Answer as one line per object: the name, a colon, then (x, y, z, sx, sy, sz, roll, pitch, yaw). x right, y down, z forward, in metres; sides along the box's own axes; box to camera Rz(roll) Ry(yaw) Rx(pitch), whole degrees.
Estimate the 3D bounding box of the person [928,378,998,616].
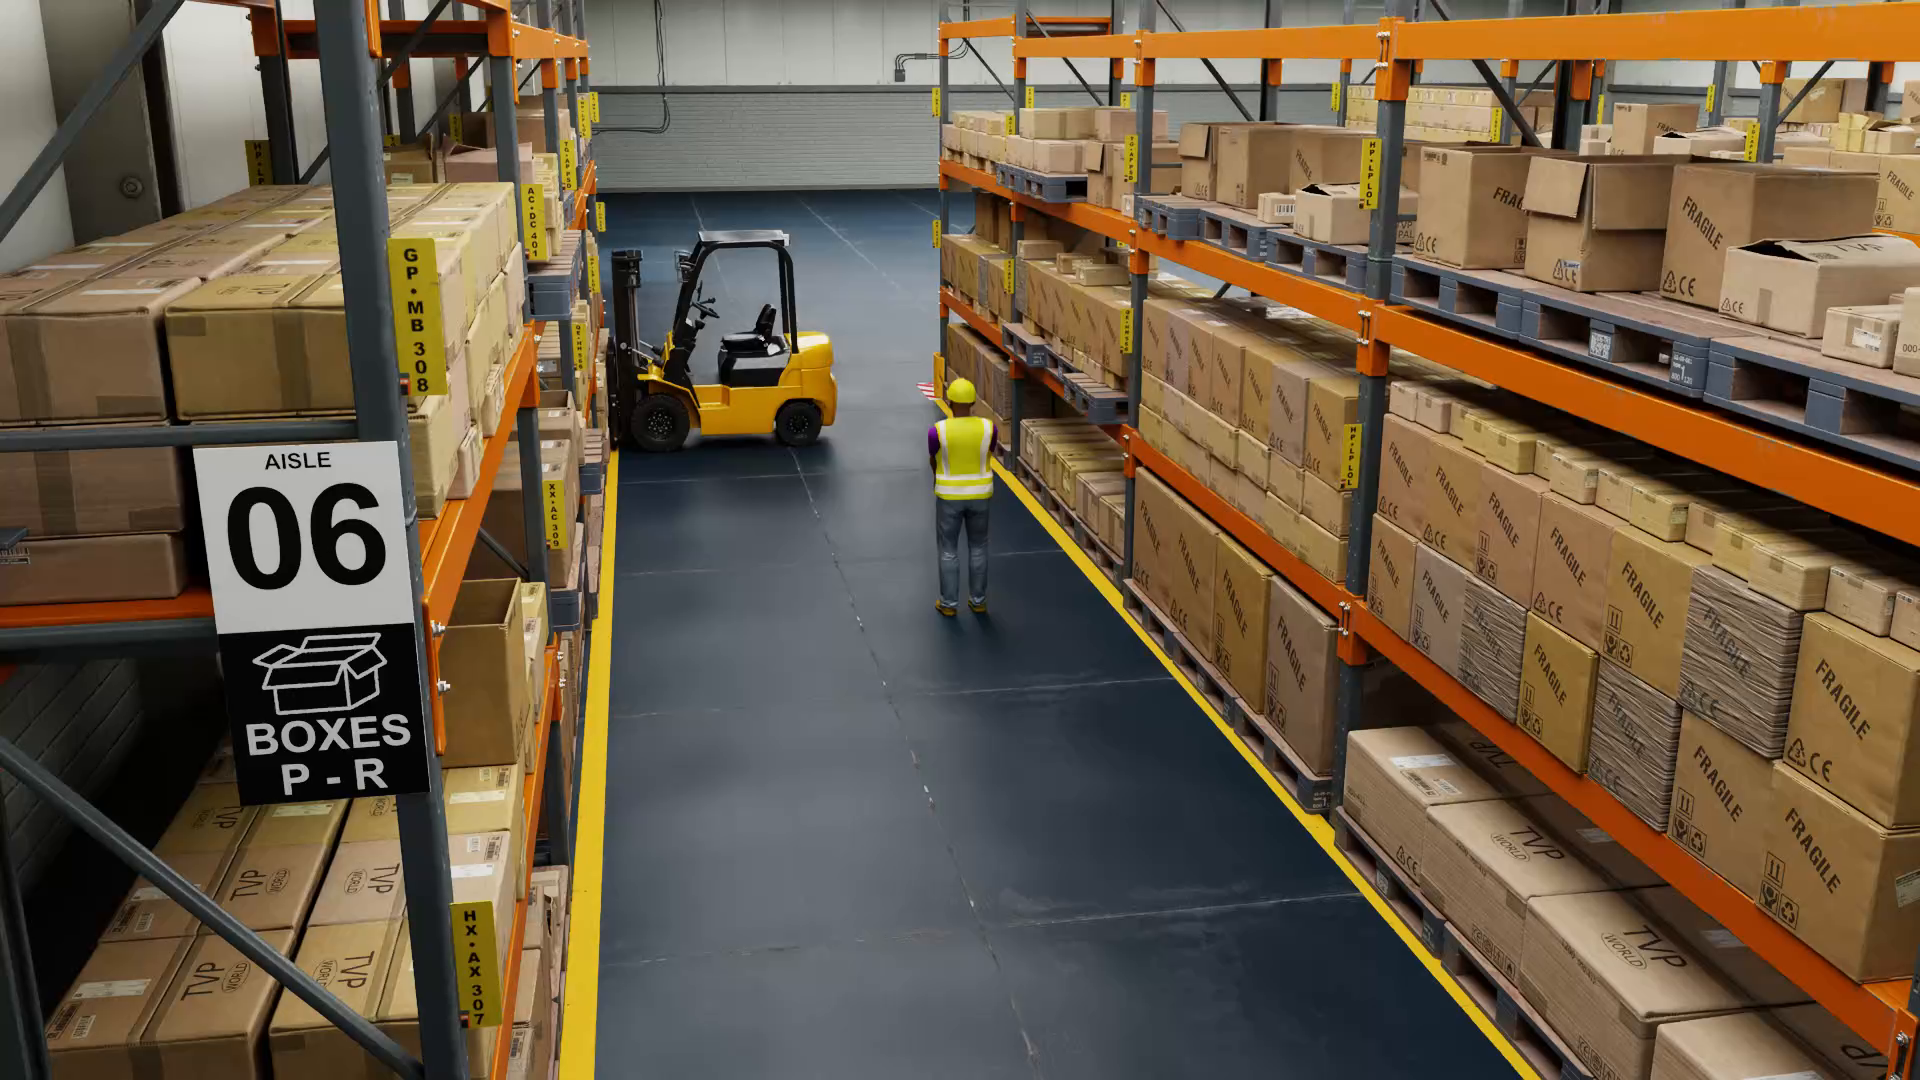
person: (-0.002, -0.341, 12.171, 0.504, 1.760, 0.583, -3, 16, -9)
